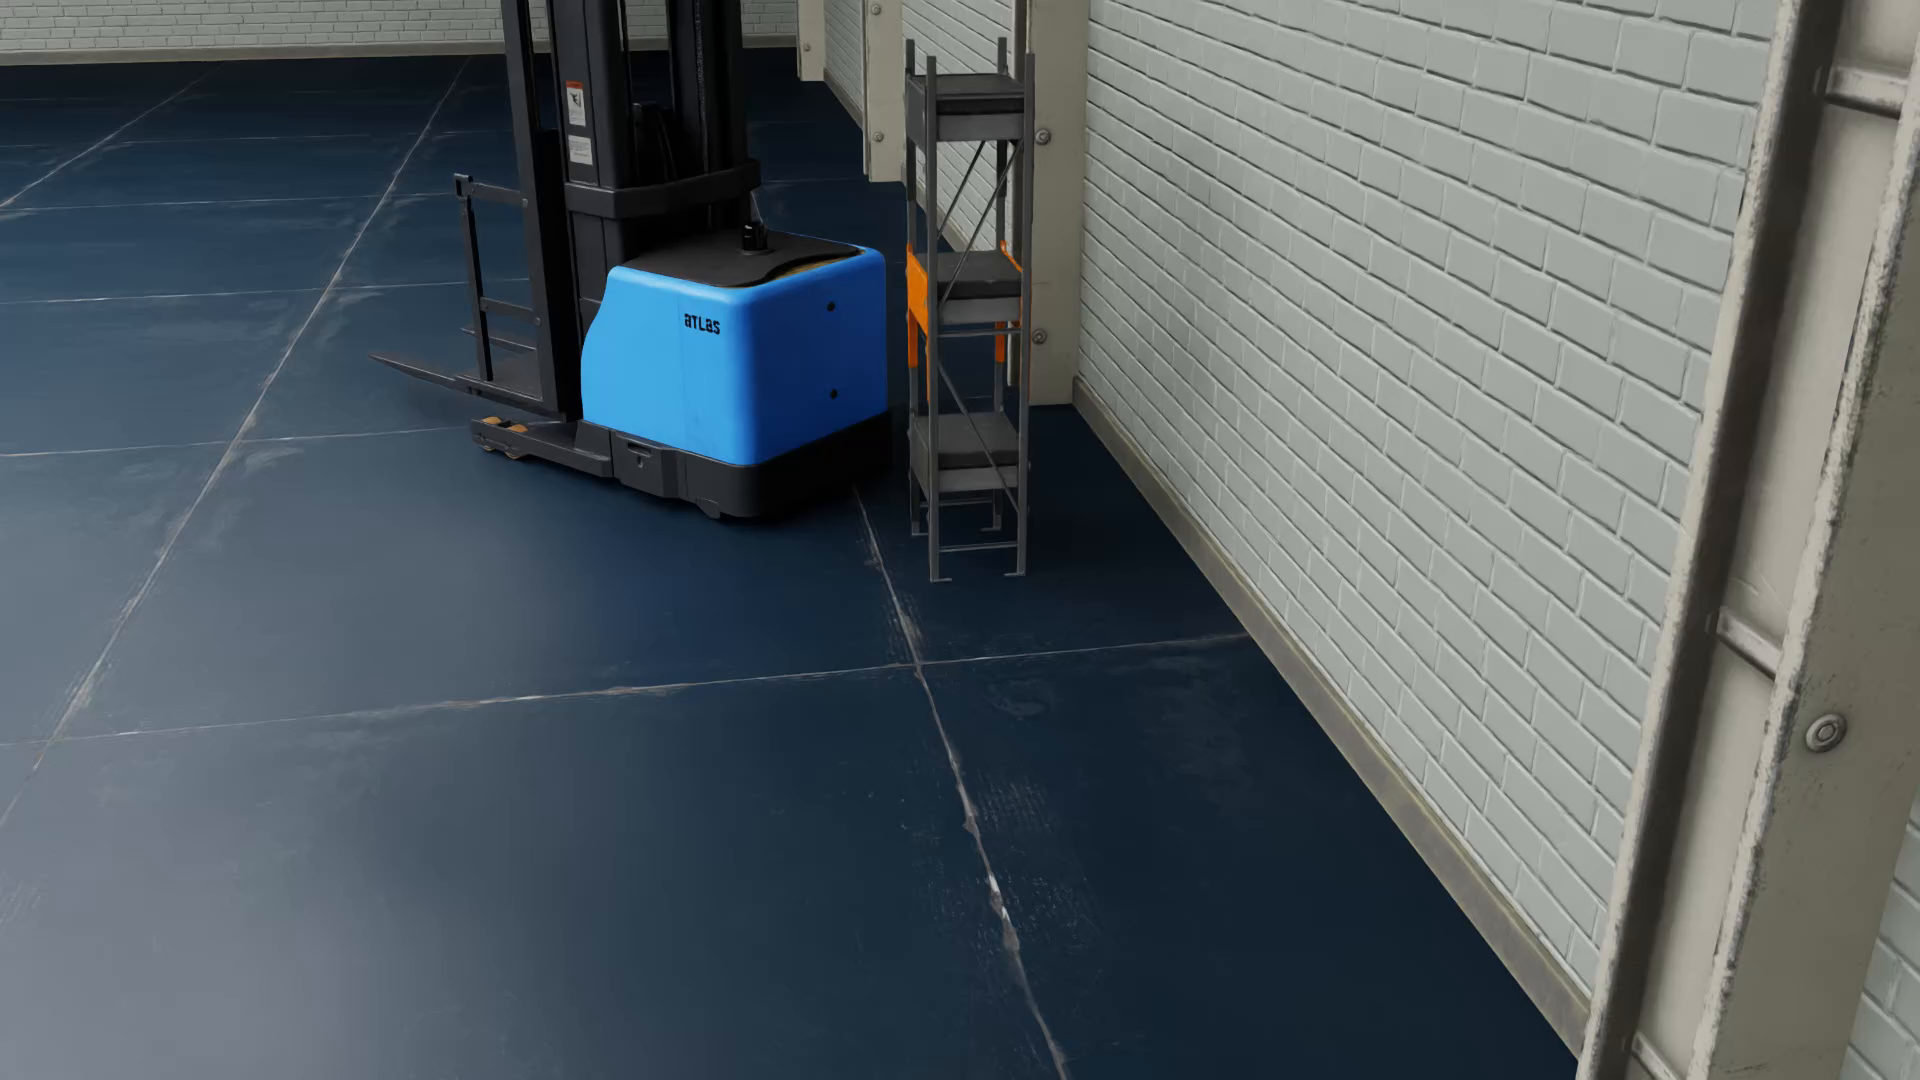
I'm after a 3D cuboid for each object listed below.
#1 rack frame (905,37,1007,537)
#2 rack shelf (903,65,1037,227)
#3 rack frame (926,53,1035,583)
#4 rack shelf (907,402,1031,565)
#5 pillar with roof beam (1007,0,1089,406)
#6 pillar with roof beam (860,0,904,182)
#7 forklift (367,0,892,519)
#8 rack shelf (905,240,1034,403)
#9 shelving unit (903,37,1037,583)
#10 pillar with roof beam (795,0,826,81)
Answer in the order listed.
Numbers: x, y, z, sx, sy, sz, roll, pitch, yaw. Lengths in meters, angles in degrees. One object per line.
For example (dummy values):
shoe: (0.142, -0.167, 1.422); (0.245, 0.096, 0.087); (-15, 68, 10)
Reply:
rack frame: (-0.015, -0.993, 6.900); (0.400, 2.100, 0.015); (-4, 24, -10)
rack shelf: (0.031, -1.526, 6.406); (0.431, 0.518, 0.480); (-4, 24, -10)
rack frame: (0.076, -0.801, 6.461); (0.400, 2.100, 0.015); (-4, 24, -10)
rack shelf: (0.031, -0.243, 6.966); (0.431, 0.518, 0.480); (-4, 24, -10)
pillar with roof beam: (-3.780, -4.610, 6.563); (9.100, 9.000, 0.400); (-4, 24, -10)
pillar with roof beam: (-4.890, -6.970, 11.967); (9.100, 9.000, 0.400); (-4, 24, -10)
forklift: (-1.807, -1.891, 7.918); (3.031, 2.935, 1.130); (17, 29, 34)
rack shelf: (0.031, -0.885, 6.686); (0.431, 0.518, 0.480); (-4, 24, -10)
shelving unit: (0.031, -0.897, 6.681); (0.431, 2.100, 0.503); (-4, 24, -10)
pillar with roof beam: (-5.999, -9.330, 17.370); (9.100, 9.000, 0.400); (-4, 24, -10)
